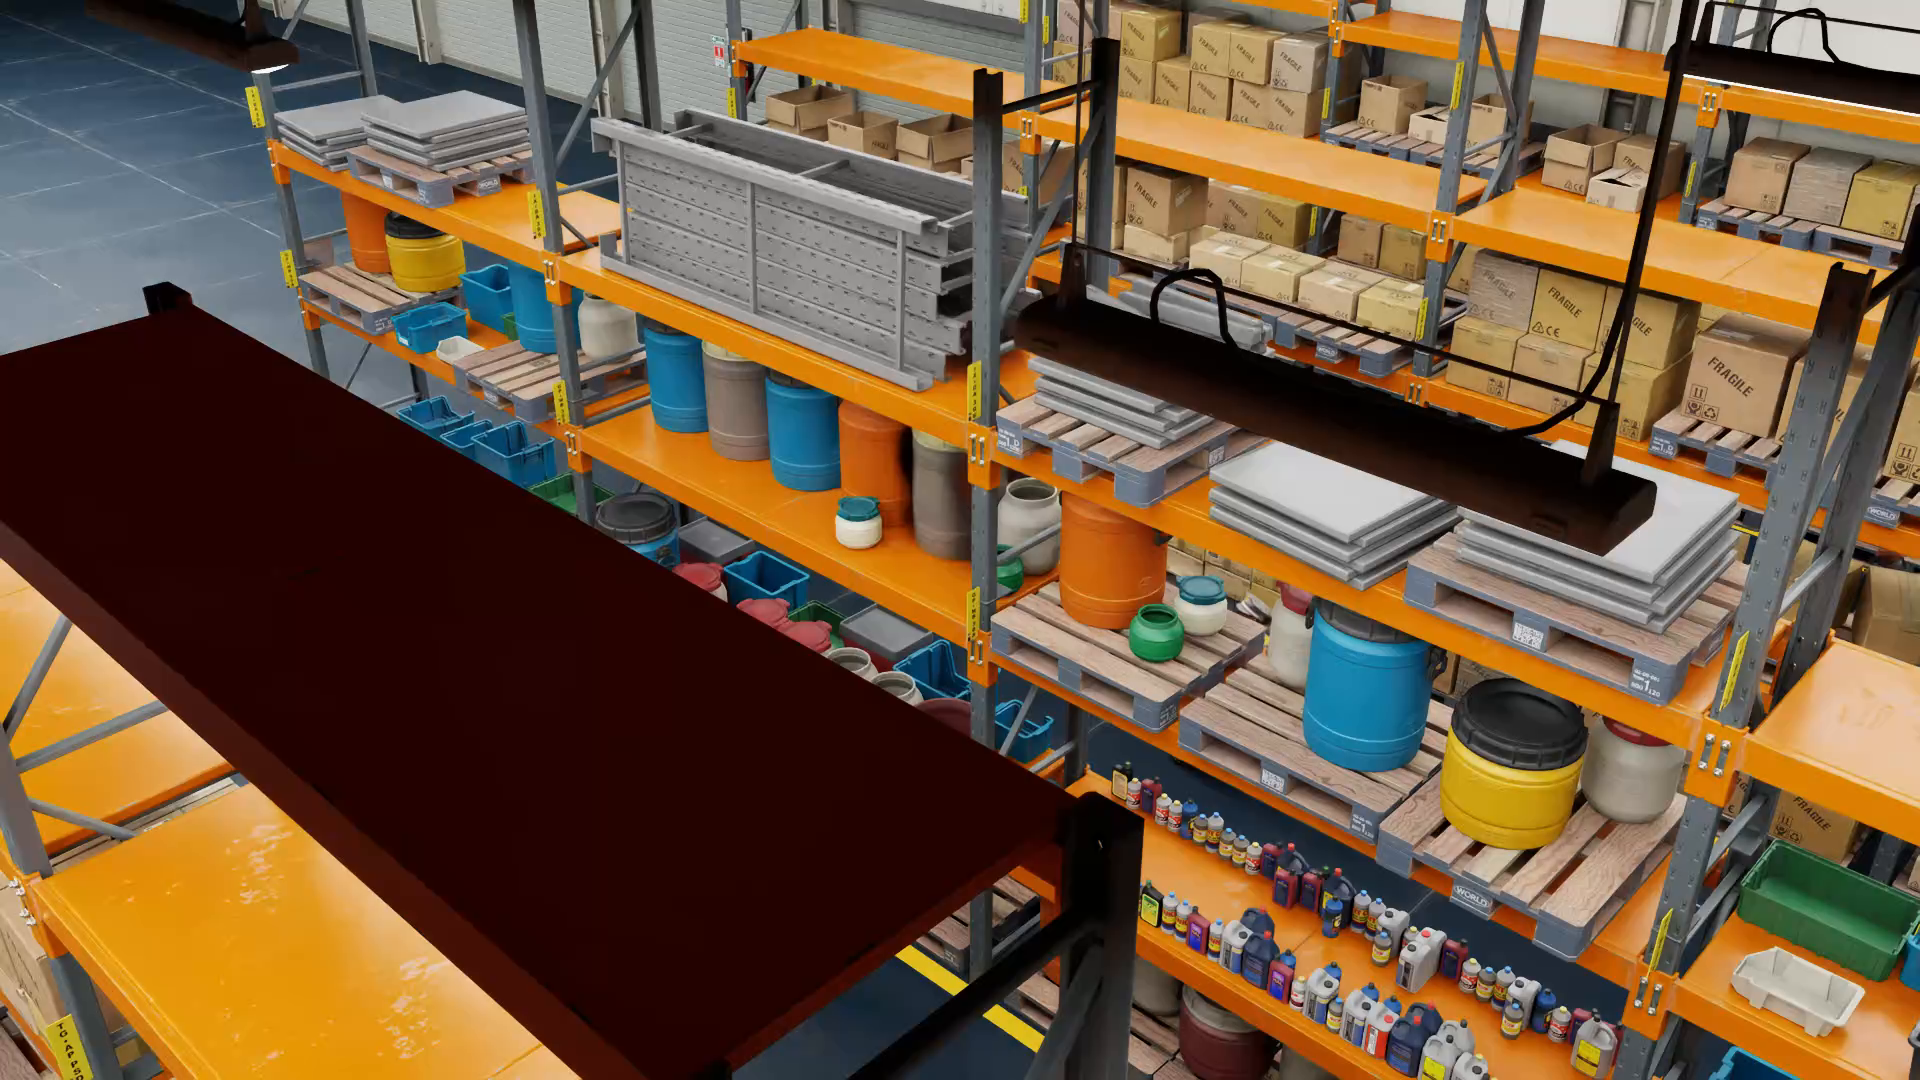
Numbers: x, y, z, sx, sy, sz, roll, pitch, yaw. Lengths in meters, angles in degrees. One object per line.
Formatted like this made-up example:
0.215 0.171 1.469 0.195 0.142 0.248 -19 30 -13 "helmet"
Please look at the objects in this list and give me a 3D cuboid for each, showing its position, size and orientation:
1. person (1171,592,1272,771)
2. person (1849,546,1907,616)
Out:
2.065 1.123 12.554 0.460 1.652 0.927 -24 37 -36 "person"
7.290 0.678 13.358 0.940 1.726 0.661 25 38 37 "person"
